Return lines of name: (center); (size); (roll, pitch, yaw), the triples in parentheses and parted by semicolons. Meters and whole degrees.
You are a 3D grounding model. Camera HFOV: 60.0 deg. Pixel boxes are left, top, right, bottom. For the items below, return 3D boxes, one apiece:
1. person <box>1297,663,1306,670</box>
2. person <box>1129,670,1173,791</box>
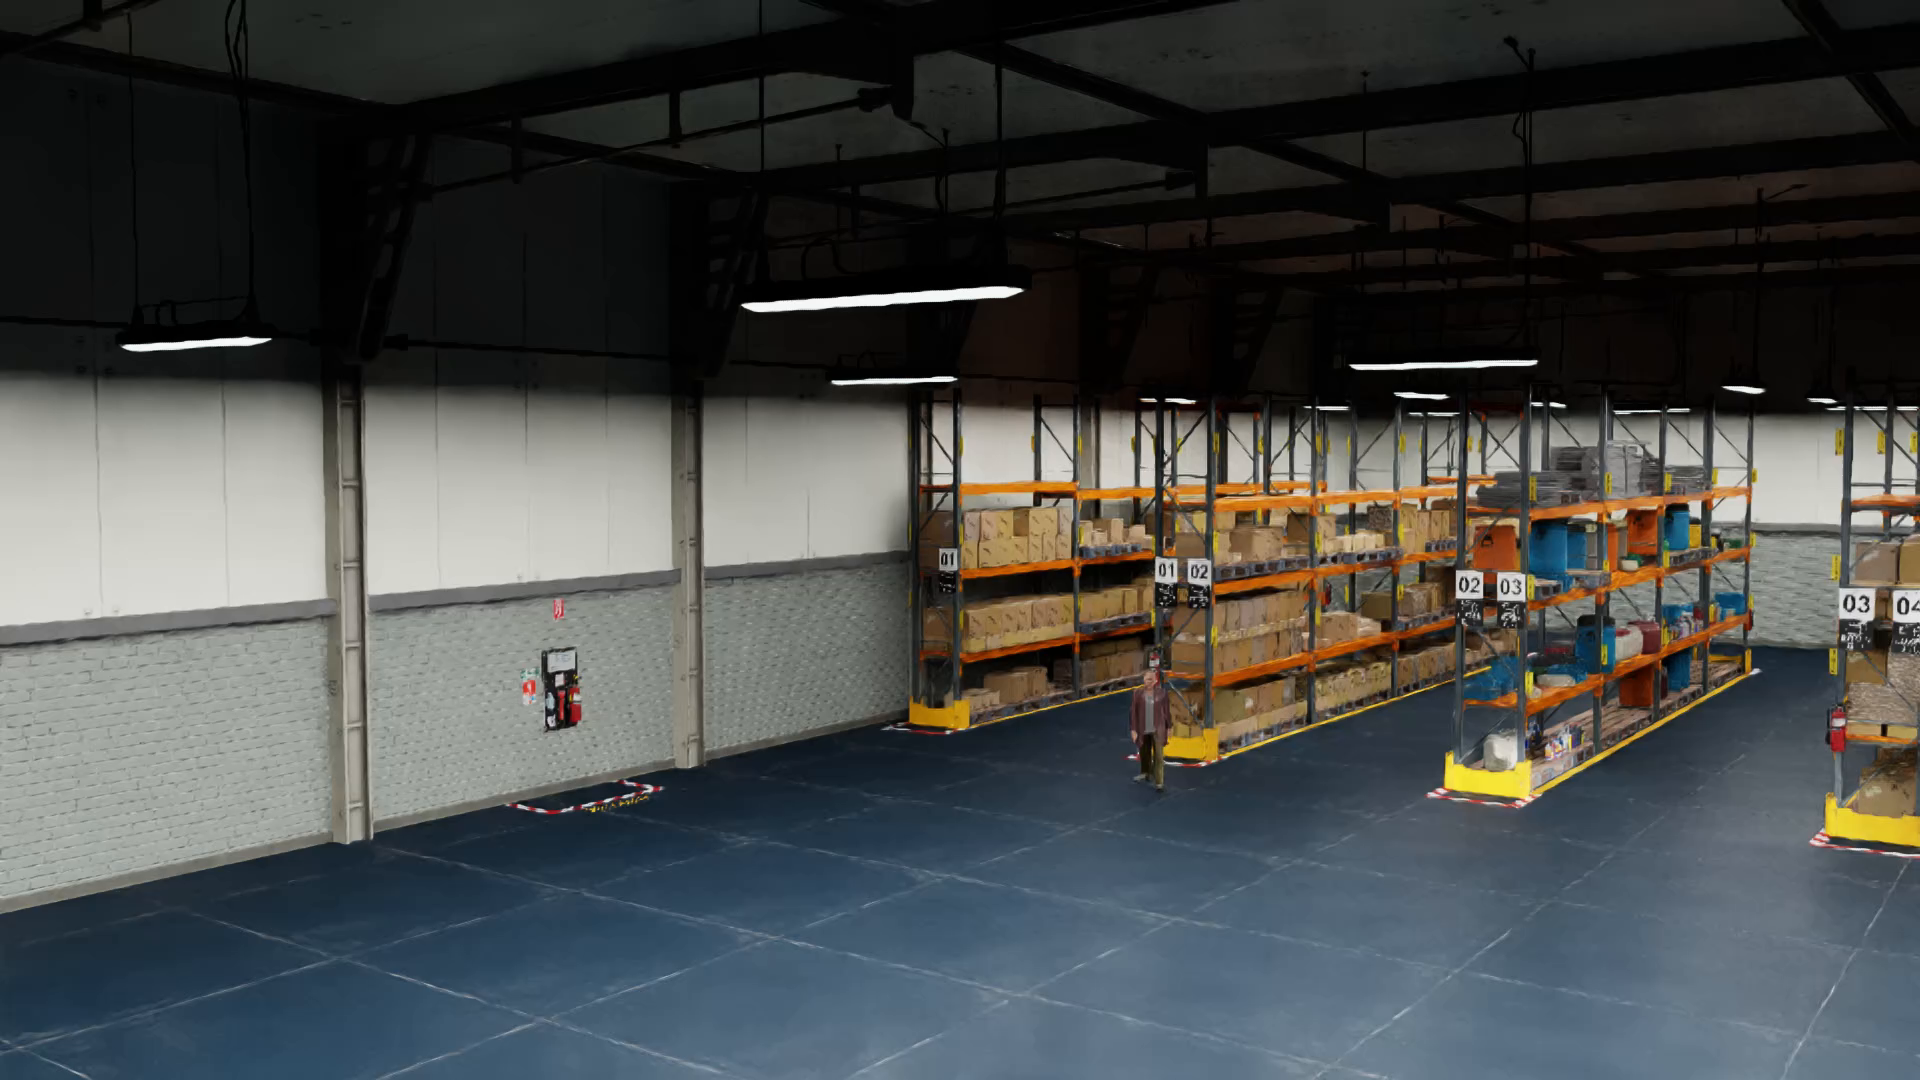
person: (7.213, 2.187, 35.424); (0.479, 1.567, 1.090); (3, 4, 38)
person: (2.779, 2.758, 24.231); (0.631, 1.736, 1.027); (1, 3, 13)
